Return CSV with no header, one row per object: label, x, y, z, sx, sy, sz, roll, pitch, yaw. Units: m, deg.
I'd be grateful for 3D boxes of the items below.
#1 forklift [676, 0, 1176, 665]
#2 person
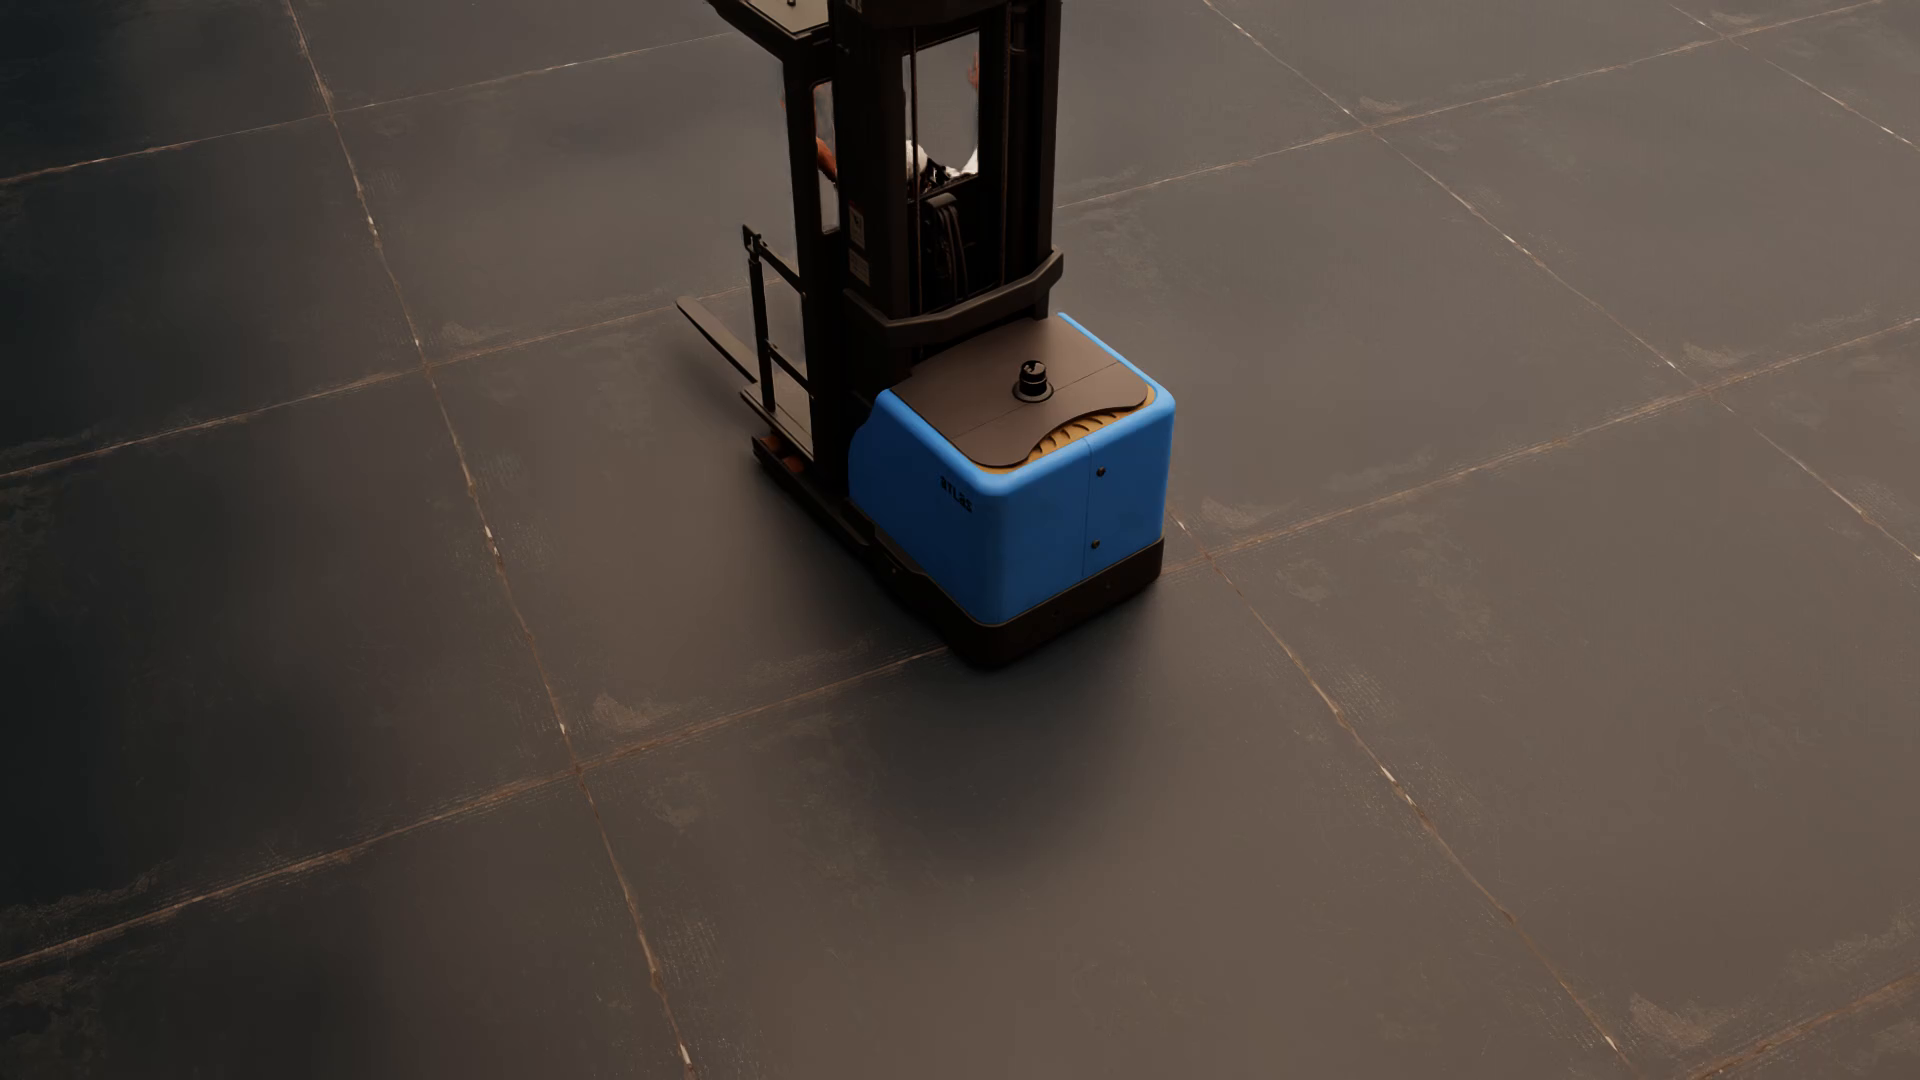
forklift,-0.359,-1.496,7.283,1.130,2.935,3.031,-26,49,-26
person,-0.314,-1.646,8.318,1.080,1.557,0.811,5,43,5
